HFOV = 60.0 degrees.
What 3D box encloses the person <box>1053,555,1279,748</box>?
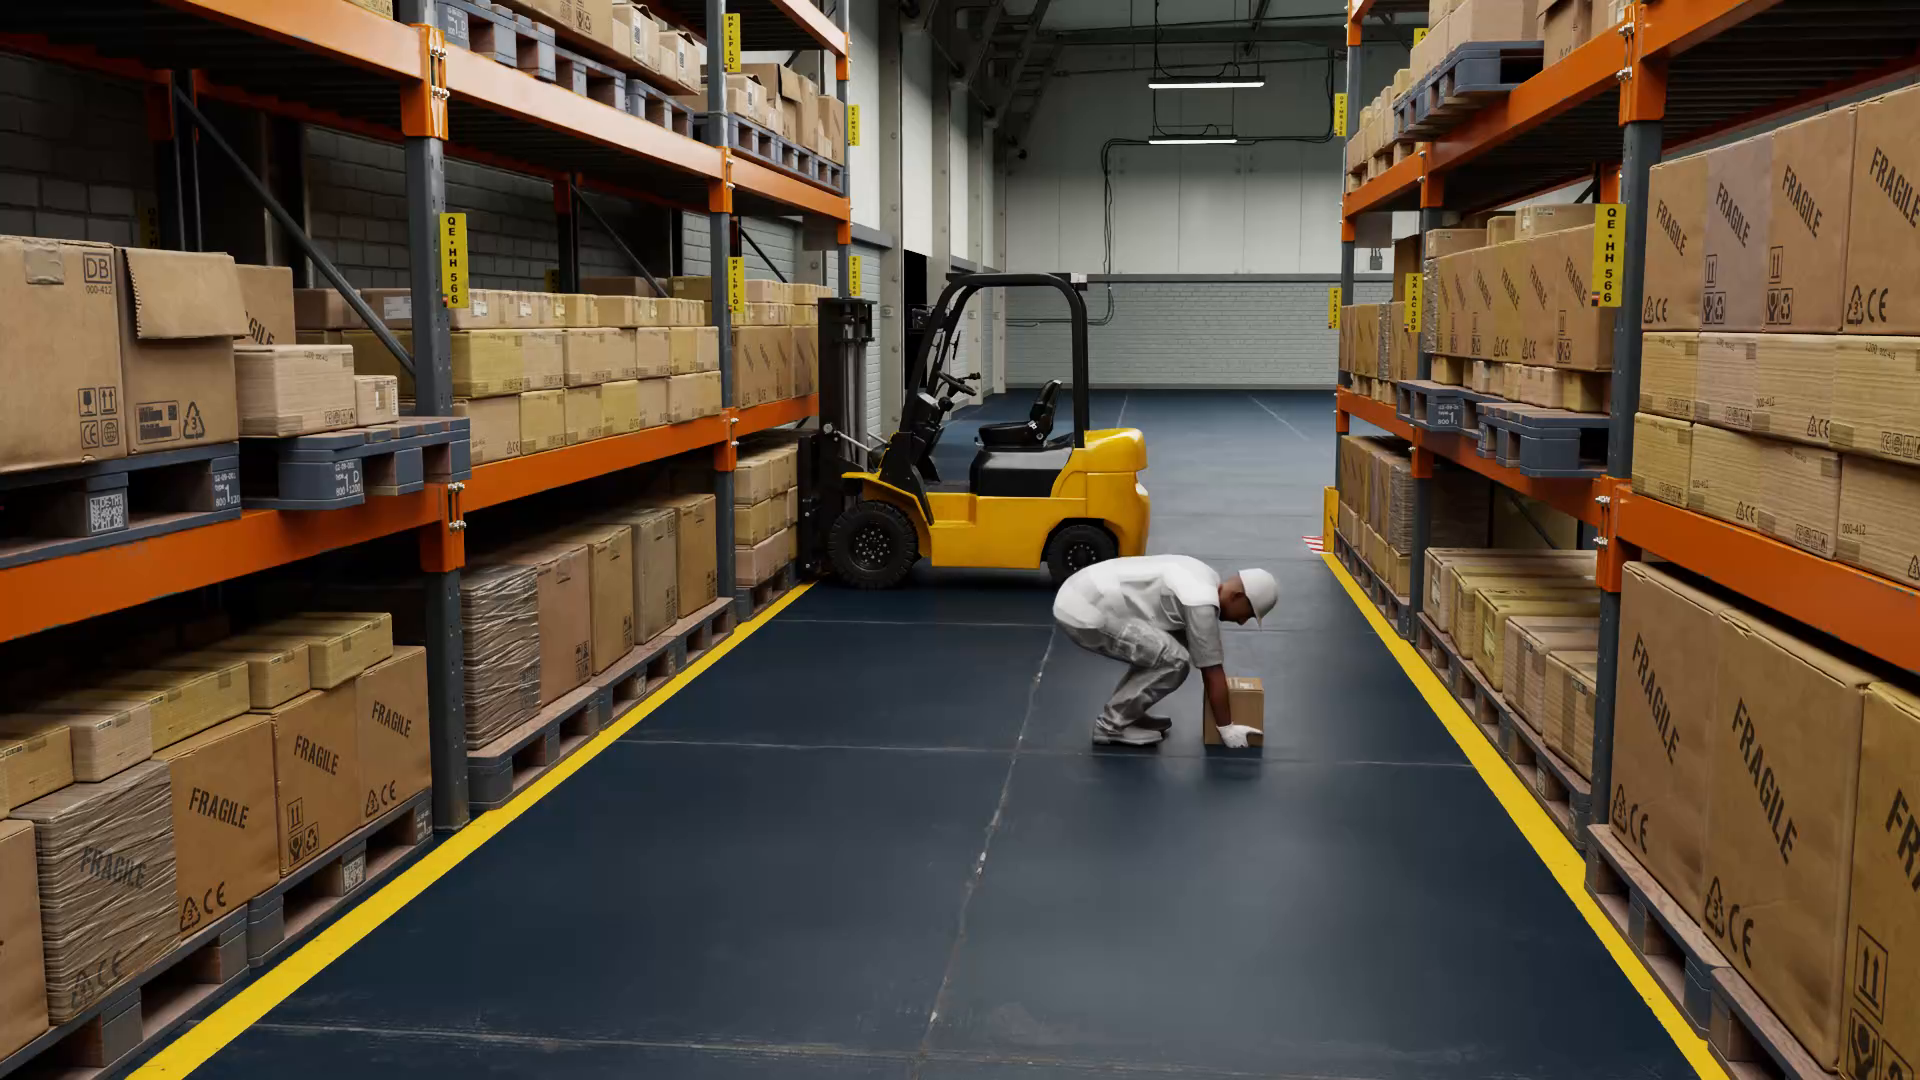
[{"bbox_3d":[0.904,0.483,7.352,0.988,0.833,0.551,1,8,5],"label":"person"}]
